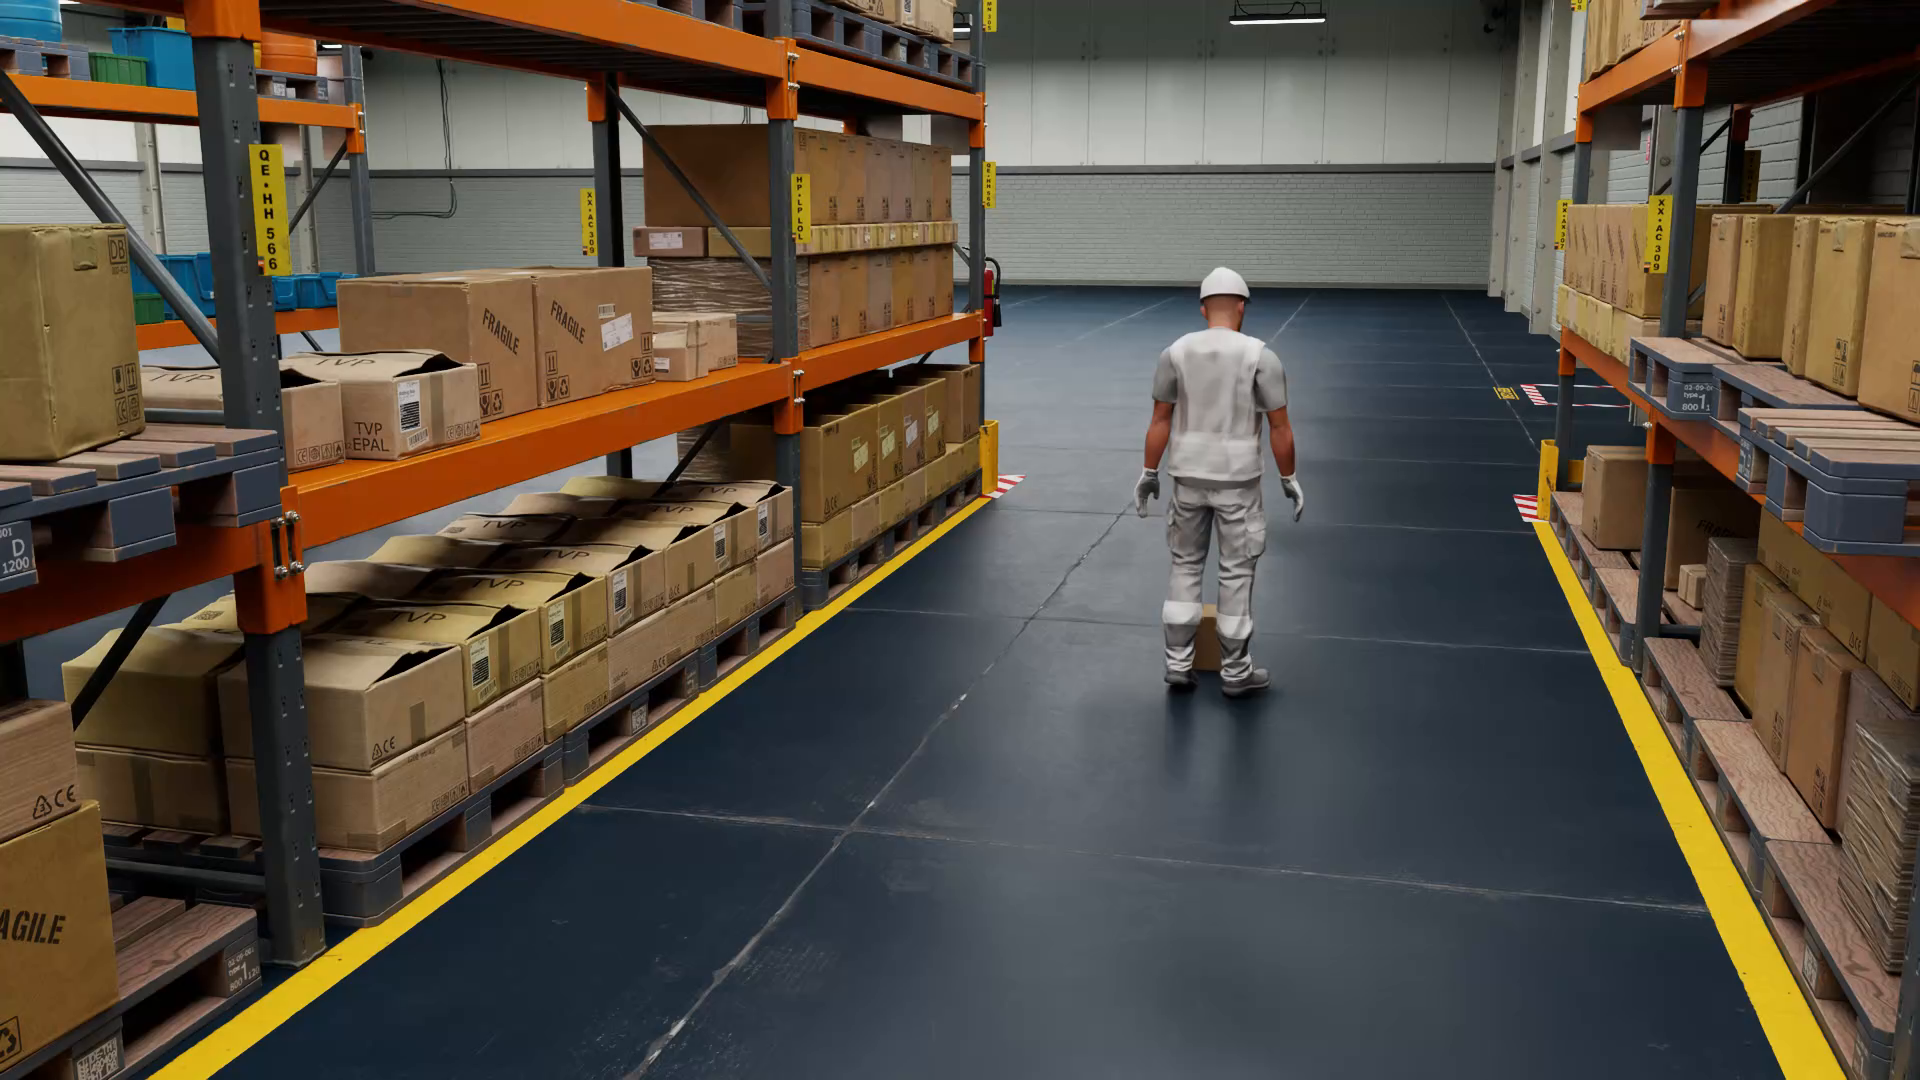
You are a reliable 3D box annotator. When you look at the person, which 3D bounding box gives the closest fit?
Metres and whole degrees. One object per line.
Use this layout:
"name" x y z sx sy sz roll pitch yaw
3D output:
"person" 1.098 -0.223 6.970 0.681 1.819 0.397 5 12 24
